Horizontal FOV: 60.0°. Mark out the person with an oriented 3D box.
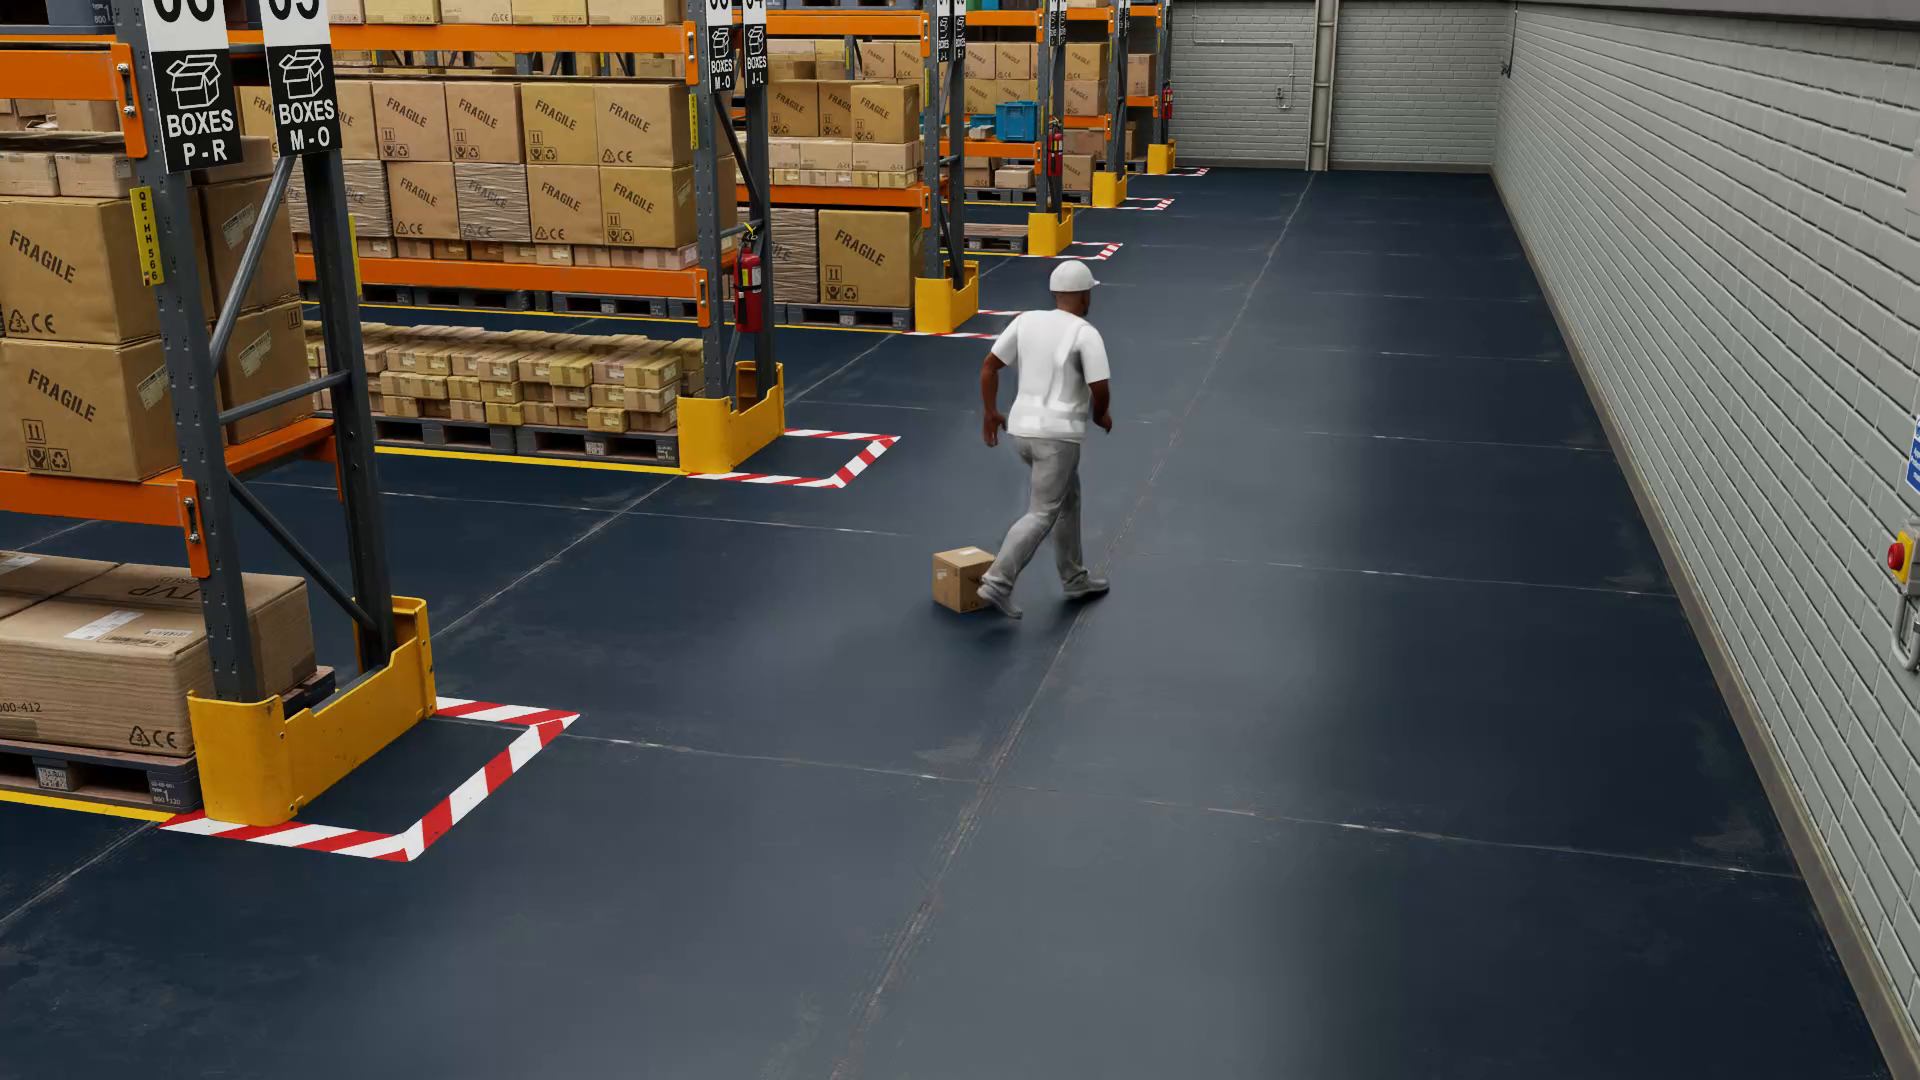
[{"bbox_3d":[0.396,-0.487,8.243,0.918,1.745,0.703,-13,22,-34],"label":"person"}]
